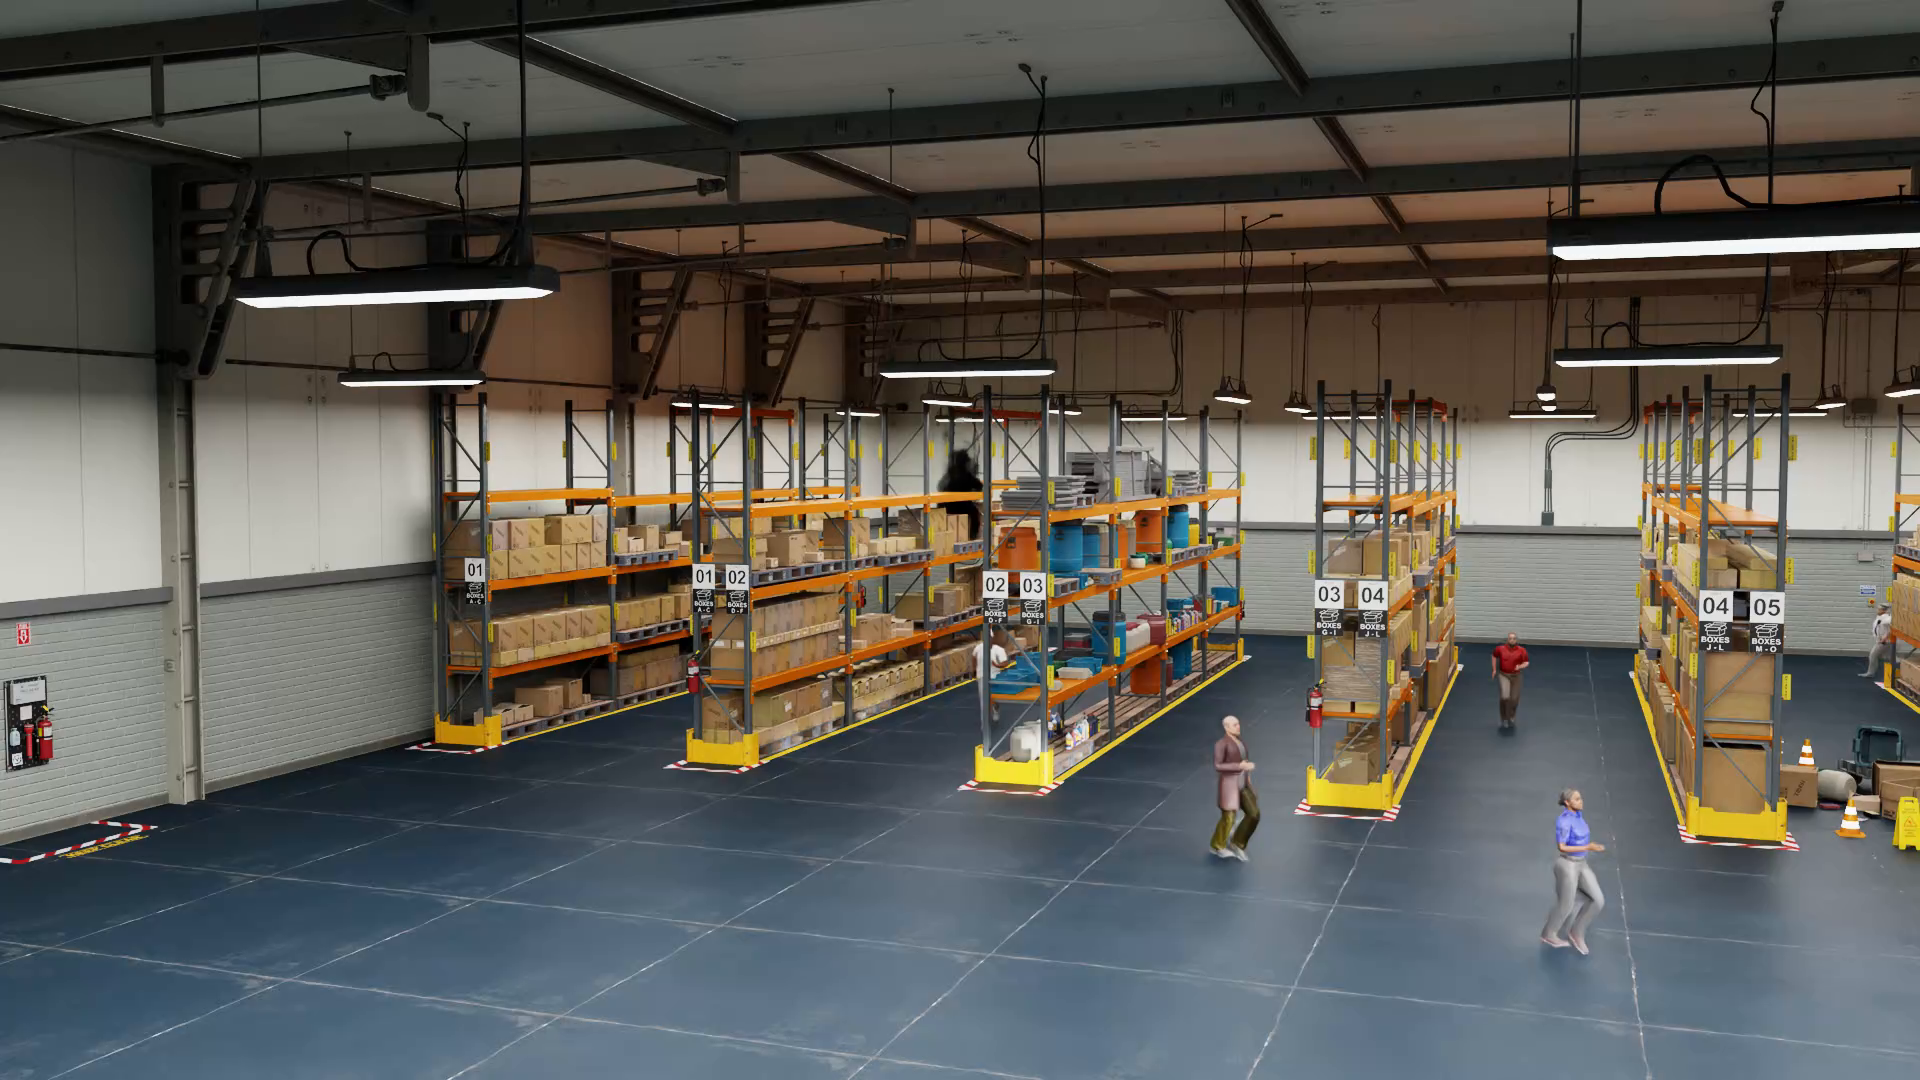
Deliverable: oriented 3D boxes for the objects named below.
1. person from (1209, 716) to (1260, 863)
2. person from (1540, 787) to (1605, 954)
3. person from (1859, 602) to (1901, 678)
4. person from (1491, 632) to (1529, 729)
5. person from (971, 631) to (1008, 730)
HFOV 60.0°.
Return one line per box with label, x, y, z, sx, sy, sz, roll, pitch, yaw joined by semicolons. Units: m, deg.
person;3.355;3.046;20.237;0.688;1.814;0.754;-3;4;-40
person;6.128;3.309;16.560;0.558;1.672;0.667;-3;4;-42
person;20.311;2.210;36.484;0.944;1.701;0.702;1;3;21
person;9.964;2.552;30.093;0.627;1.767;0.814;1;3;11
person;0.526;2.491;30.028;0.701;1.750;0.981;1;3;12
